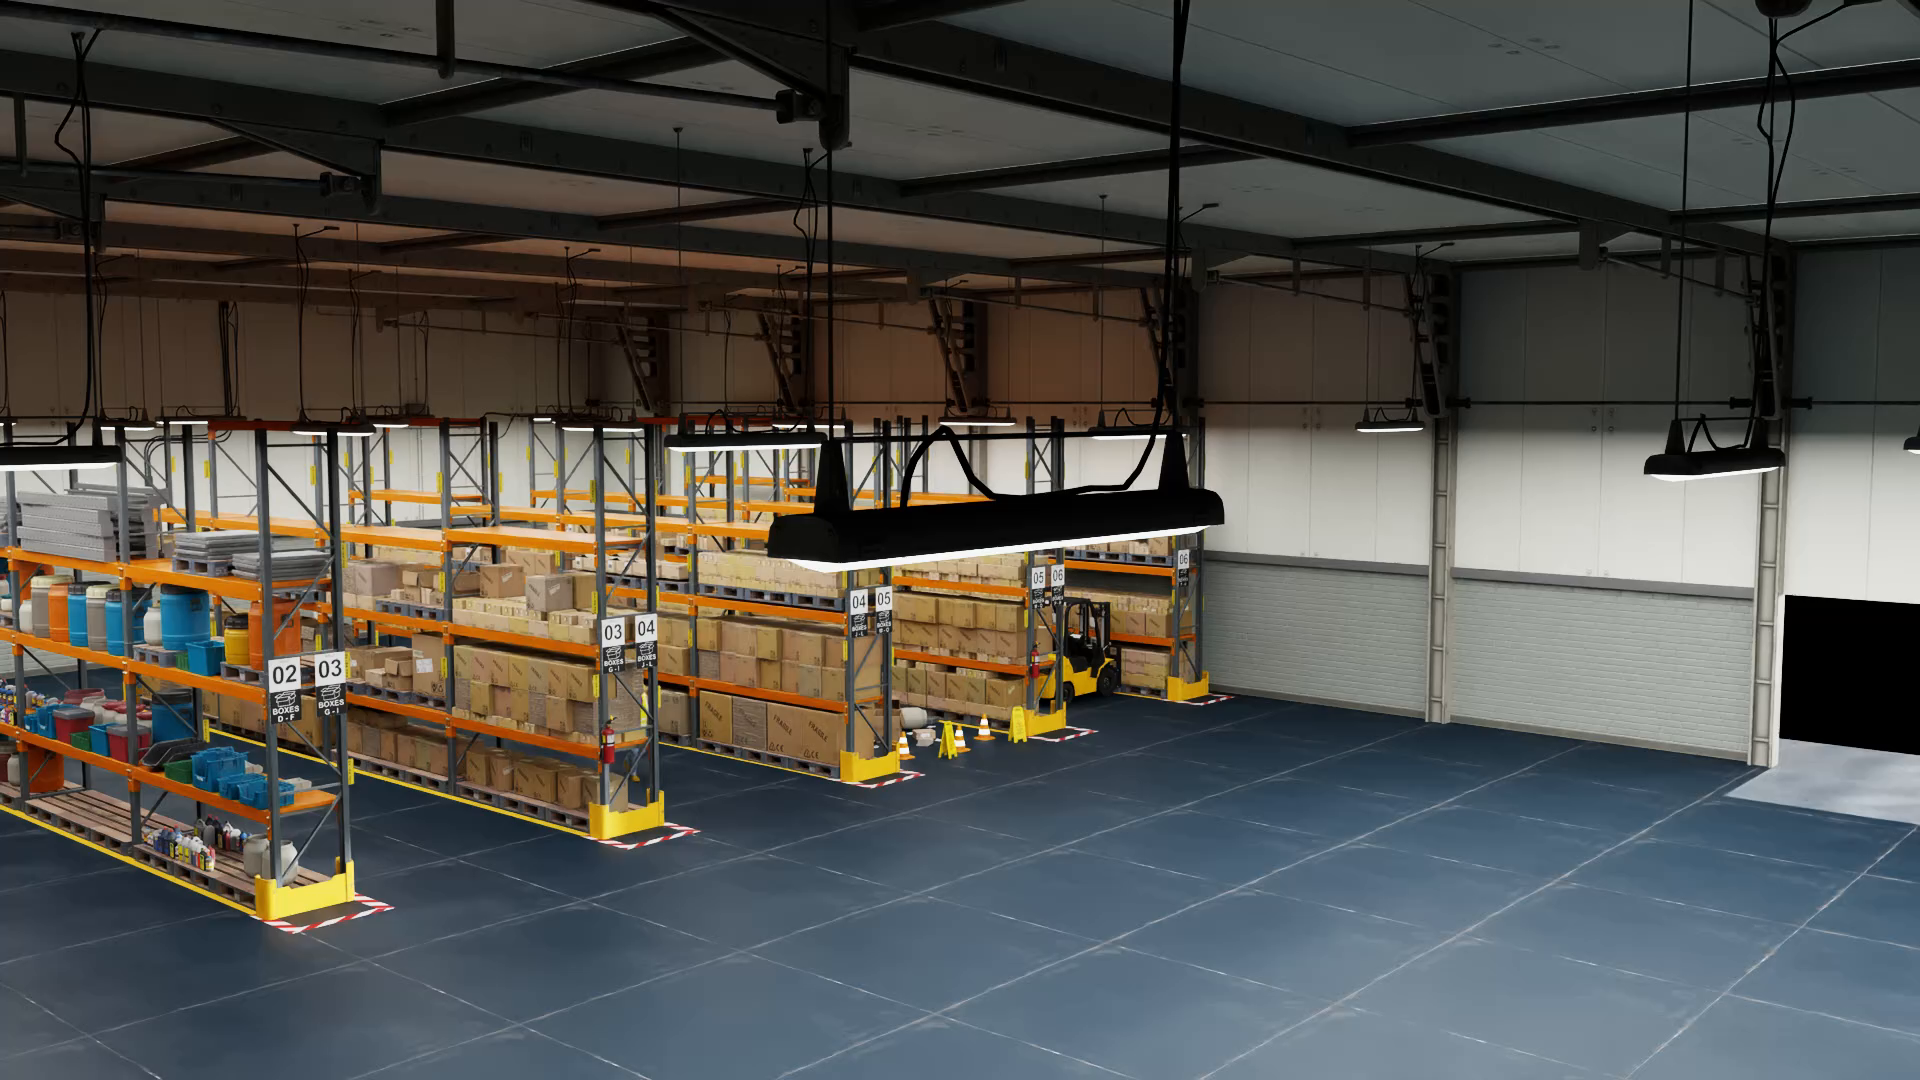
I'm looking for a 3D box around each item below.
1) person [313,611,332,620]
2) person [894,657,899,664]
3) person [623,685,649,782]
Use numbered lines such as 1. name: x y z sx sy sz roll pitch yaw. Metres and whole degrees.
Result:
1. person: -15.385 2.117 40.244 0.593 1.767 0.947 2 5 26
2. person: -1.562 2.111 38.575 0.536 1.682 0.569 4 6 37
3. person: -5.506 3.149 27.917 0.619 1.746 0.672 4 6 42
